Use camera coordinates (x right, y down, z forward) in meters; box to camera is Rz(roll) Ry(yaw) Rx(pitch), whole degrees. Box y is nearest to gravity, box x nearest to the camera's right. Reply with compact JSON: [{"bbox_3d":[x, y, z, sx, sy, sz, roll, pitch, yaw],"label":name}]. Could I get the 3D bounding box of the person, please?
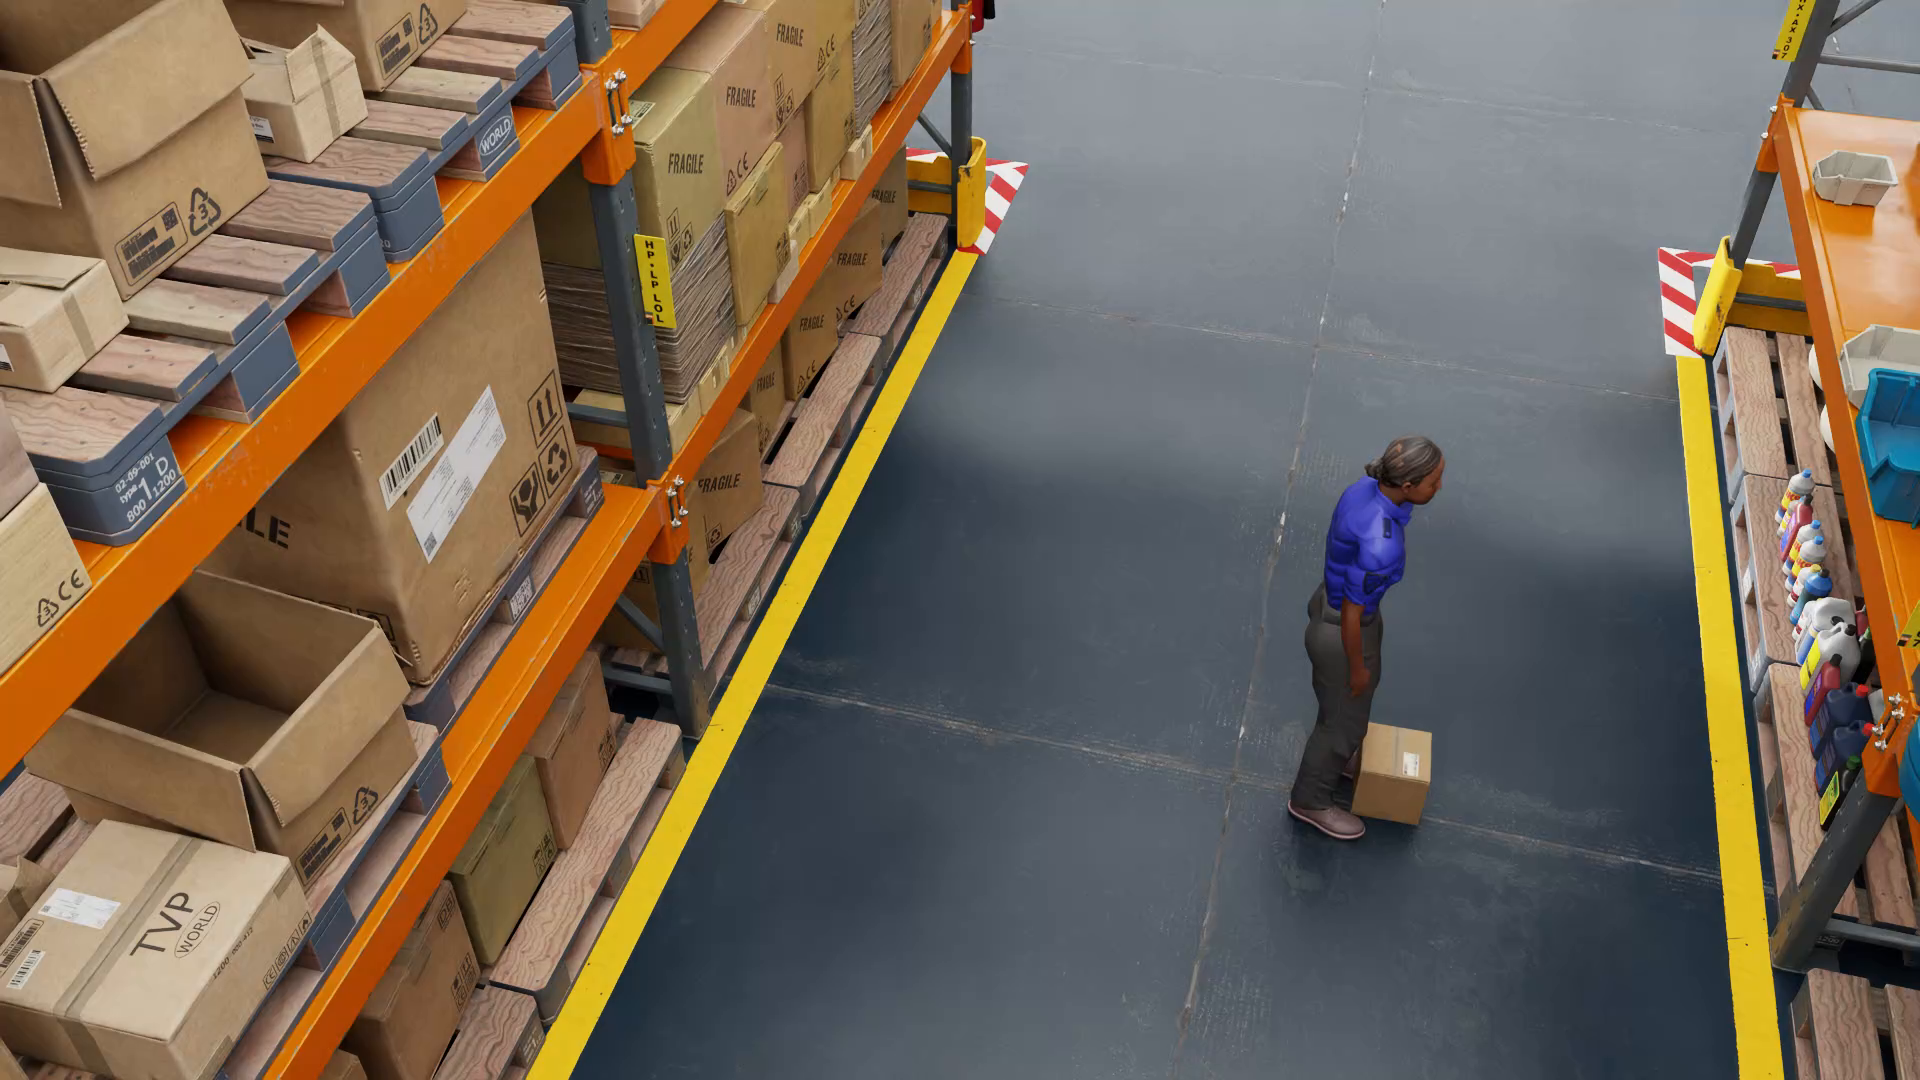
[{"bbox_3d":[1.409,0.317,5.802,0.402,1.653,0.519,8,42,9],"label":"person"}]
